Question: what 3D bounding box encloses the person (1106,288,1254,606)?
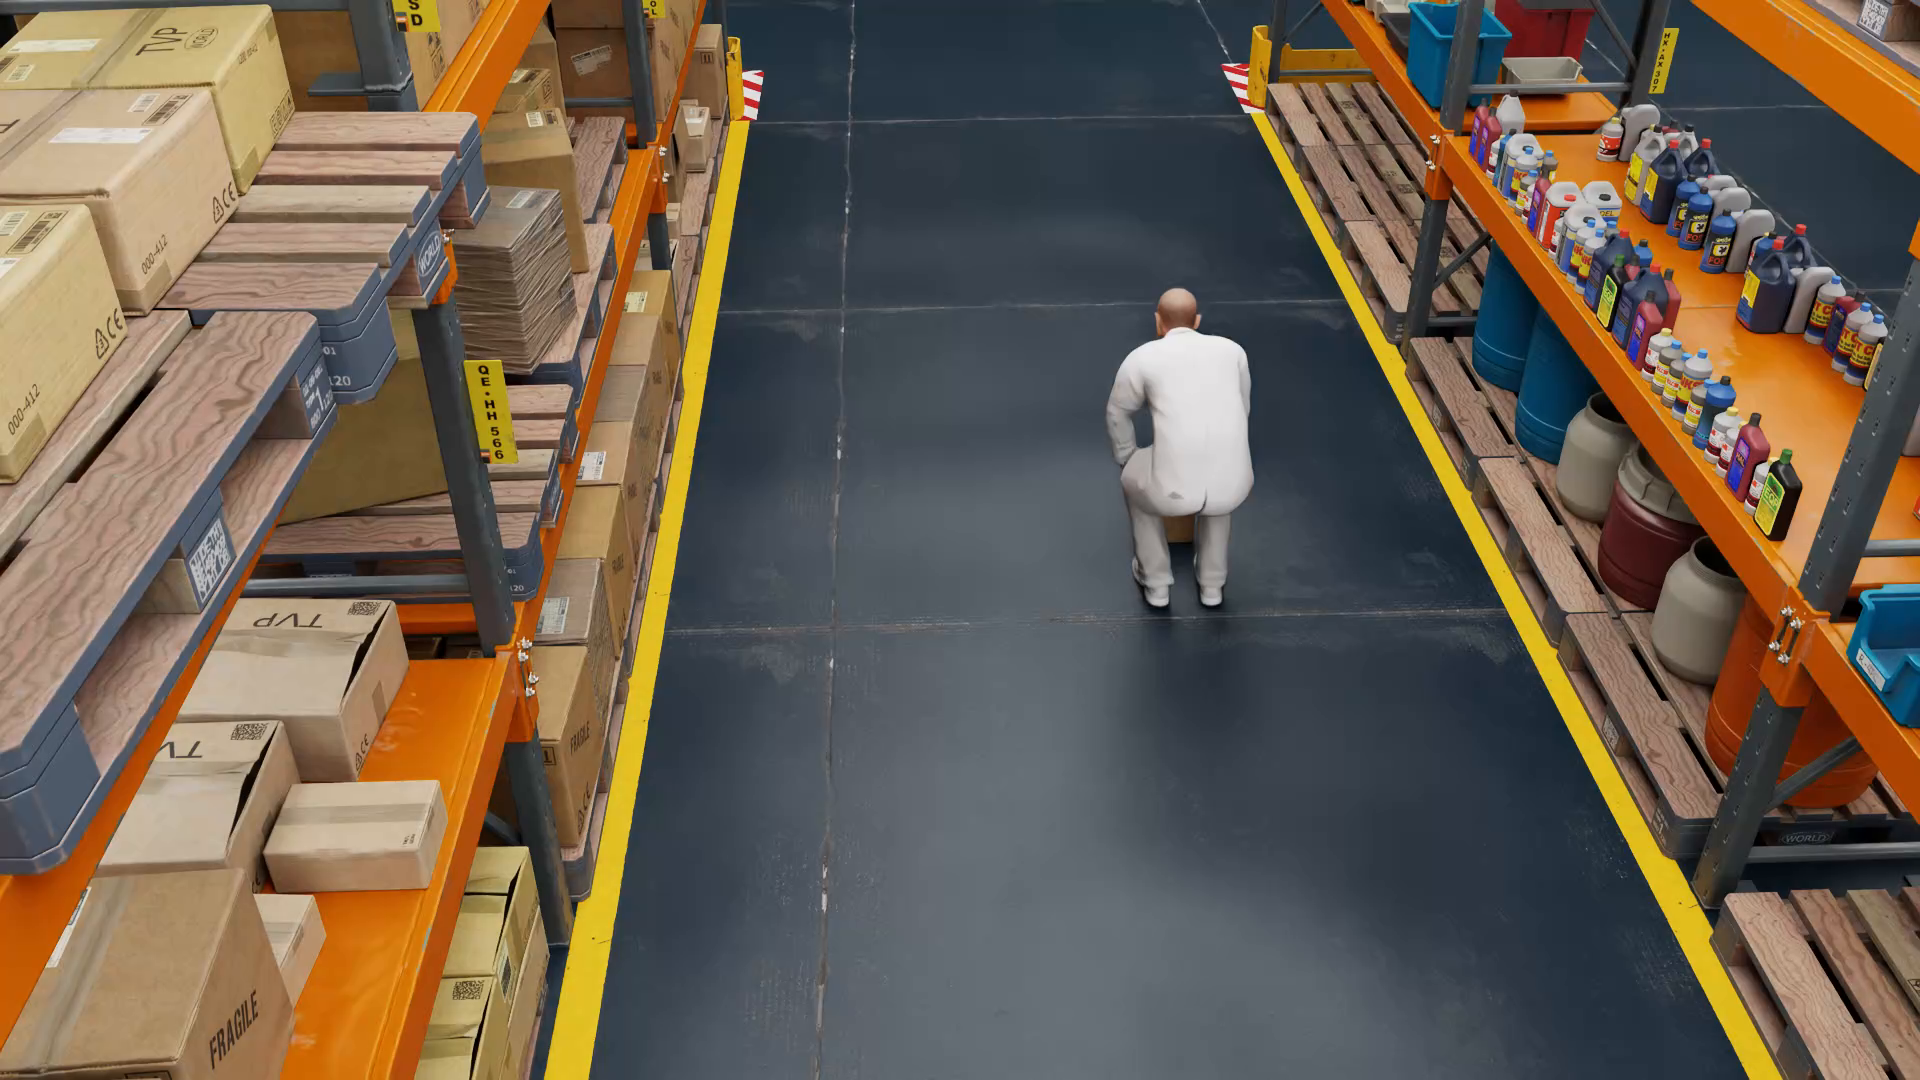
[{"bbox_3d":[0.942,-0.349,7.081,0.631,1.301,0.780,-1,35,-2],"label":"person"}]
